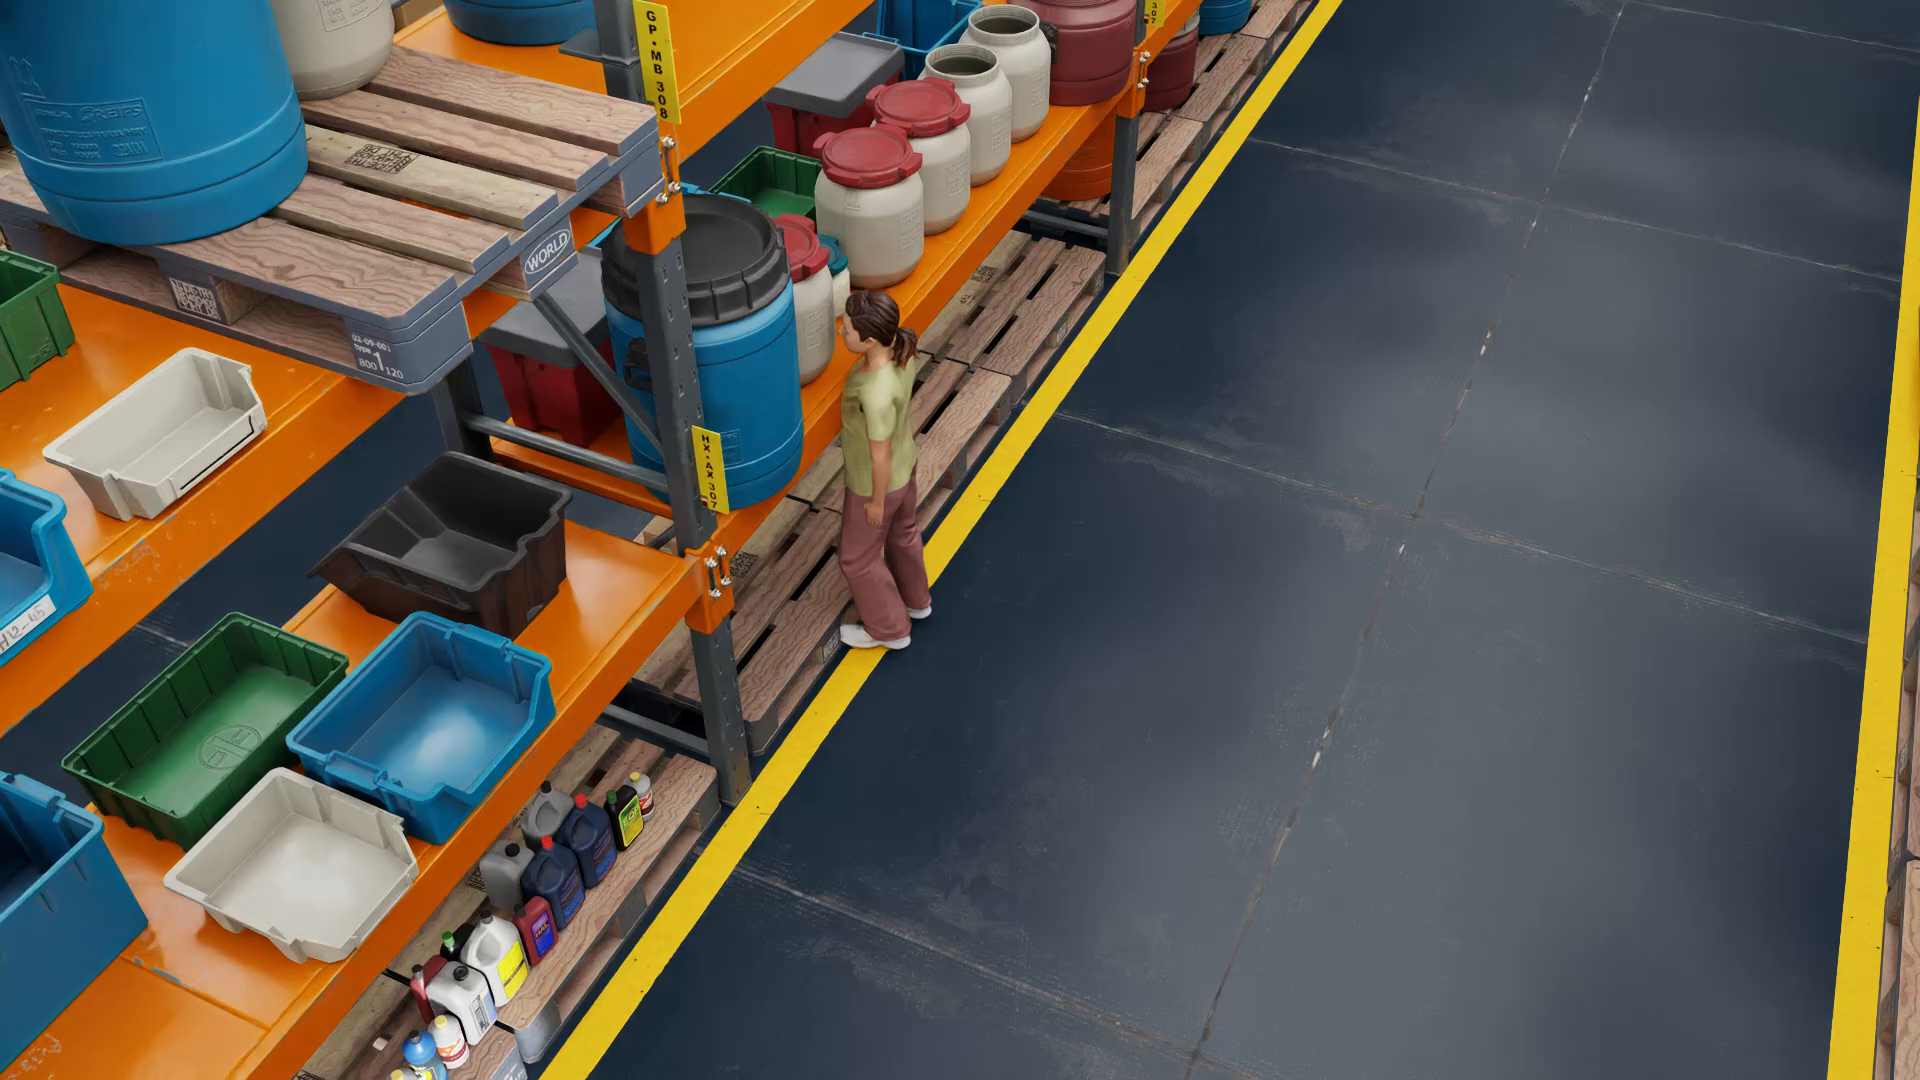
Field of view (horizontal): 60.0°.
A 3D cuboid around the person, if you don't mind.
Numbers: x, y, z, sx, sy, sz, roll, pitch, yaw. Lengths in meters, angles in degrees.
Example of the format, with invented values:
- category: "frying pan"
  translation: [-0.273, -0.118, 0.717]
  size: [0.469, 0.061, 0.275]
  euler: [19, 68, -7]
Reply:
- category: "person"
  translation: [-0.316, -0.249, 6.441]
  size: [0.356, 1.679, 0.440]
  euler: [7, 43, 8]
